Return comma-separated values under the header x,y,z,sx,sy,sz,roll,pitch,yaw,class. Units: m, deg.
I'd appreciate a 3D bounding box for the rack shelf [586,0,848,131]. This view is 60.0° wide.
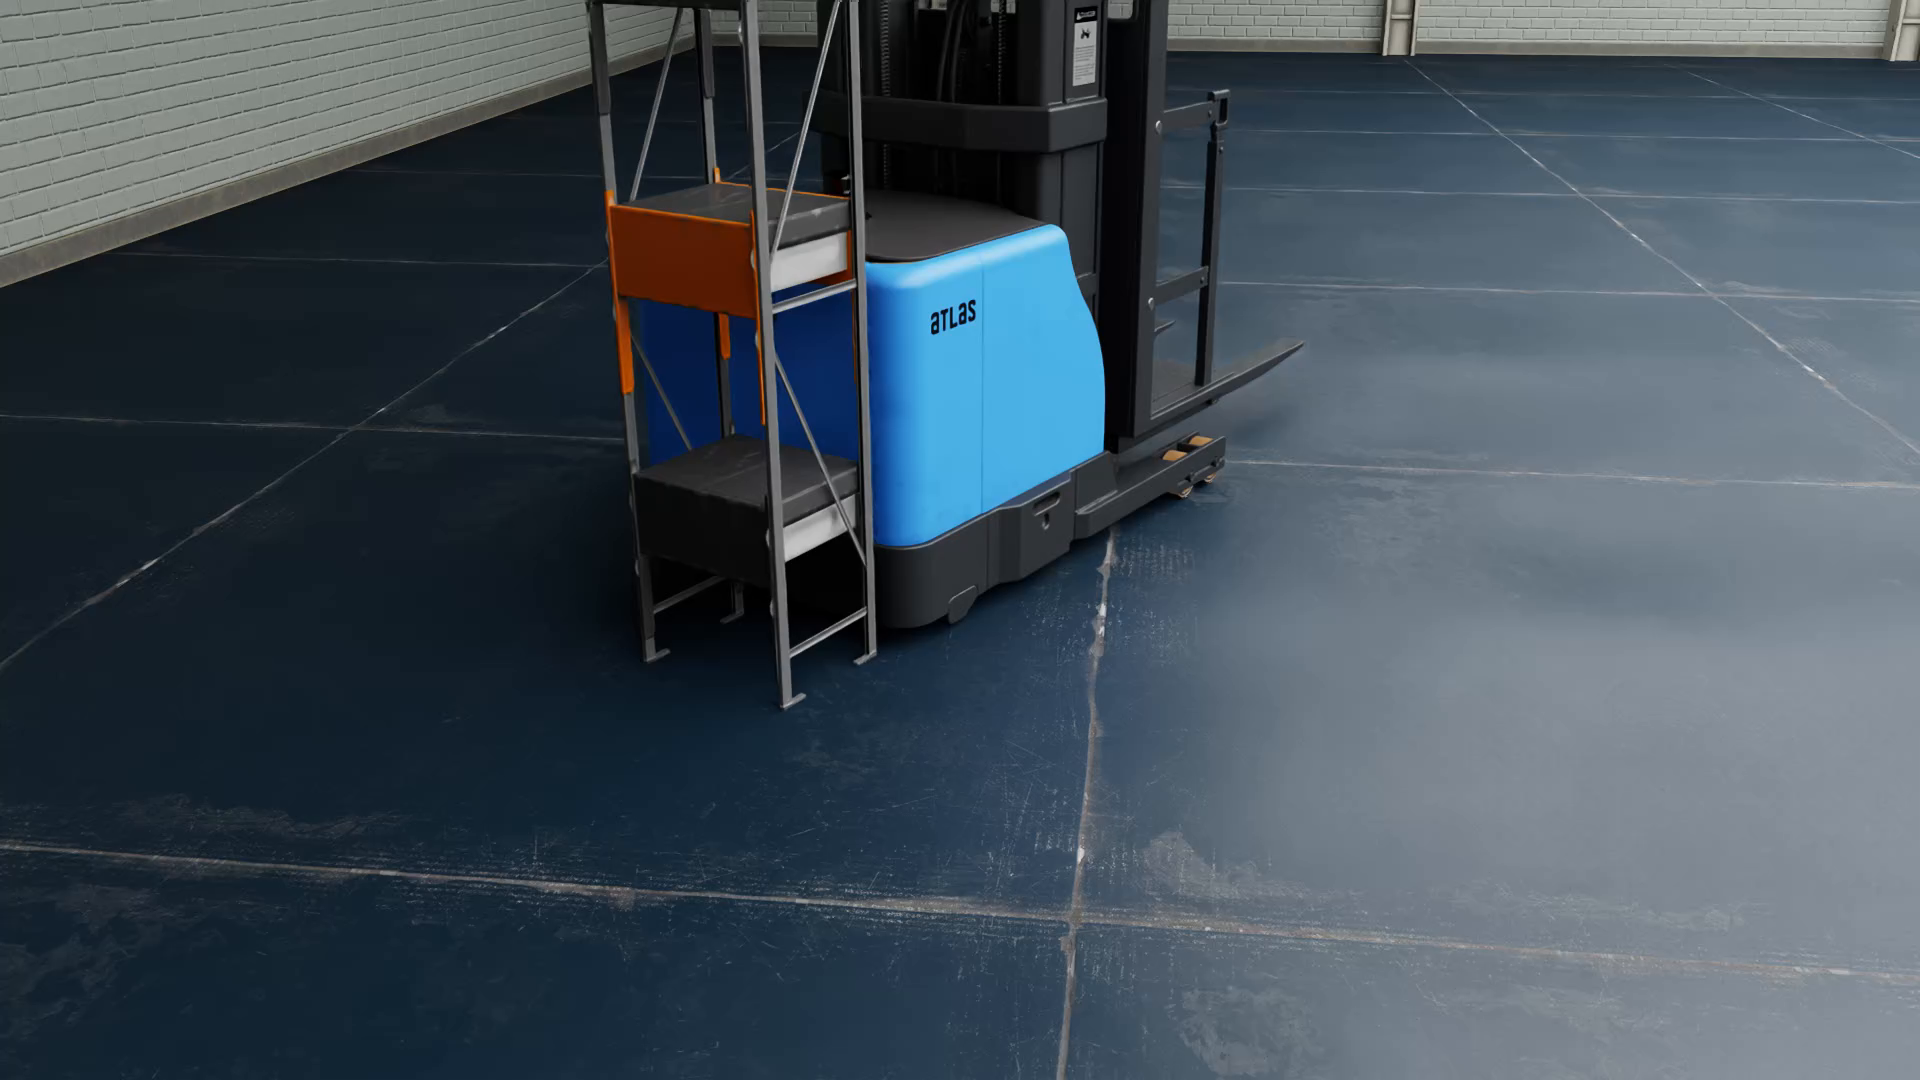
x,y,z,sx,sy,sz,roll,pitch,yaw,class
-0.564,-1.279,3.945,0.480,0.518,0.431,14,26,32,rack shelf

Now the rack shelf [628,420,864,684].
x,y,z,sx,sy,sz,roll,pitch,yaw,class
-0.554,0.017,4.473,0.480,0.518,0.431,14,26,32,rack shelf

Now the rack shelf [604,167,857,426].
x,y,z,sx,sy,sz,roll,pitch,yaw,class
-0.559,-0.631,4.209,0.480,0.518,0.431,14,26,32,rack shelf

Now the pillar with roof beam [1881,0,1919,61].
x,y,z,sx,sy,sz,roll,pitch,yaw,class
10.927,-8.440,14.550,0.400,9.000,9.100,2,22,6,pillar with roof beam

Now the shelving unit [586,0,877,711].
x,y,z,sx,sy,sz,roll,pitch,yaw,class
-0.559,-0.644,4.204,0.503,2.100,0.431,14,26,32,shelving unit

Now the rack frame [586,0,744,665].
x,y,z,sx,sy,sz,roll,pitch,yaw,class
-0.760,-0.694,4.332,0.015,2.100,0.400,14,26,32,rack frame

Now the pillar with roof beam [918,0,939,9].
x,y,z,sx,sy,sz,roll,pitch,yaw,class
-0.990,-8.960,15.863,0.400,9.000,9.100,2,22,6,pillar with roof beam

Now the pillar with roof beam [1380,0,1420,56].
x,y,z,sx,sy,sz,roll,pitch,yaw,class
4.969,-8.700,15.206,0.400,9.000,9.100,2,22,6,pillar with roof beam

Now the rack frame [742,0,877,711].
x,y,z,sx,sy,sz,roll,pitch,yaw,class
-0.357,-0.593,4.076,0.015,2.100,0.400,14,26,32,rack frame

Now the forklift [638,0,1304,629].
x,y,z,sx,sy,sz,roll,pitch,yaw,class
0.298,-1.601,5.502,1.130,2.935,3.031,14,26,32,forklift
